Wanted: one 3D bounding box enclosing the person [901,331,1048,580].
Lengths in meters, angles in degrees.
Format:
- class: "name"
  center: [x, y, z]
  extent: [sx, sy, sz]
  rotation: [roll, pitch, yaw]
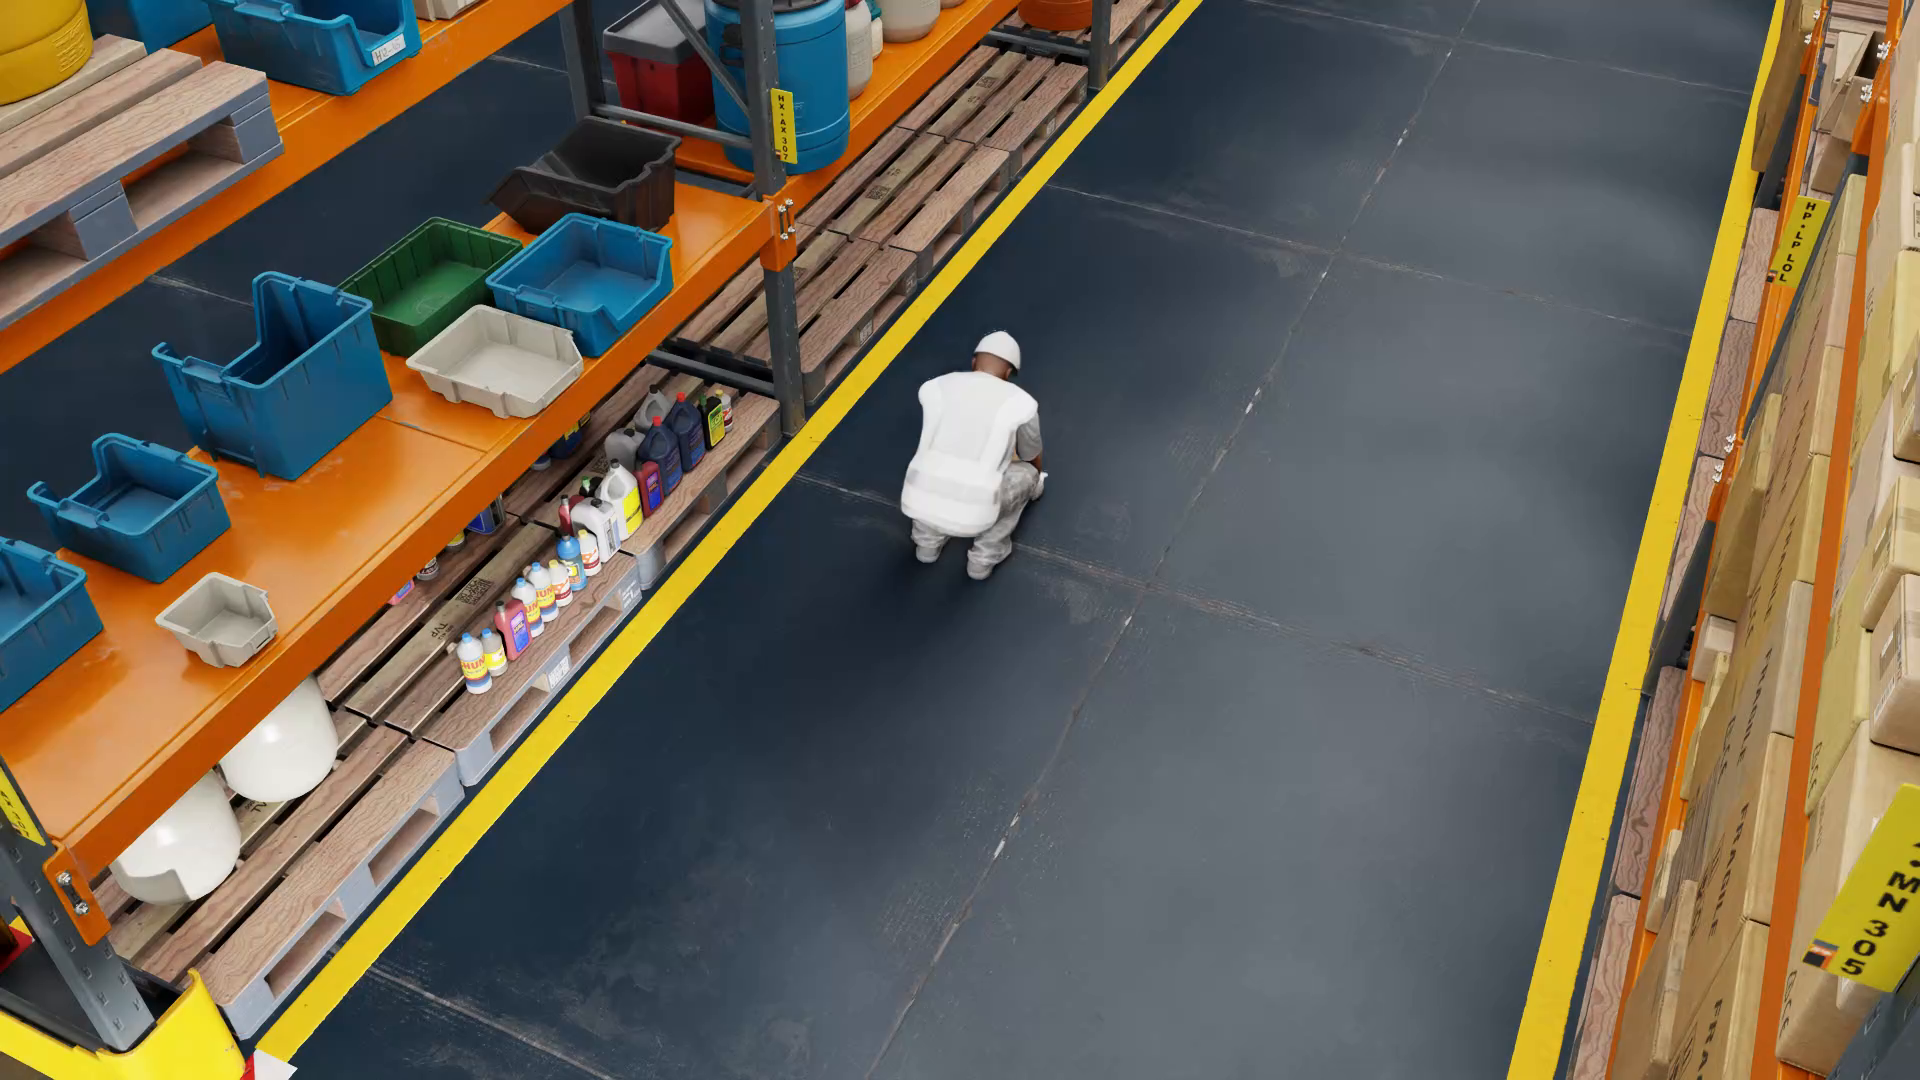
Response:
- class: "person"
  center: [0.051, -0.337, 7.280]
  extent: [0.574, 0.884, 0.919]
  rotation: [17, 44, 18]
